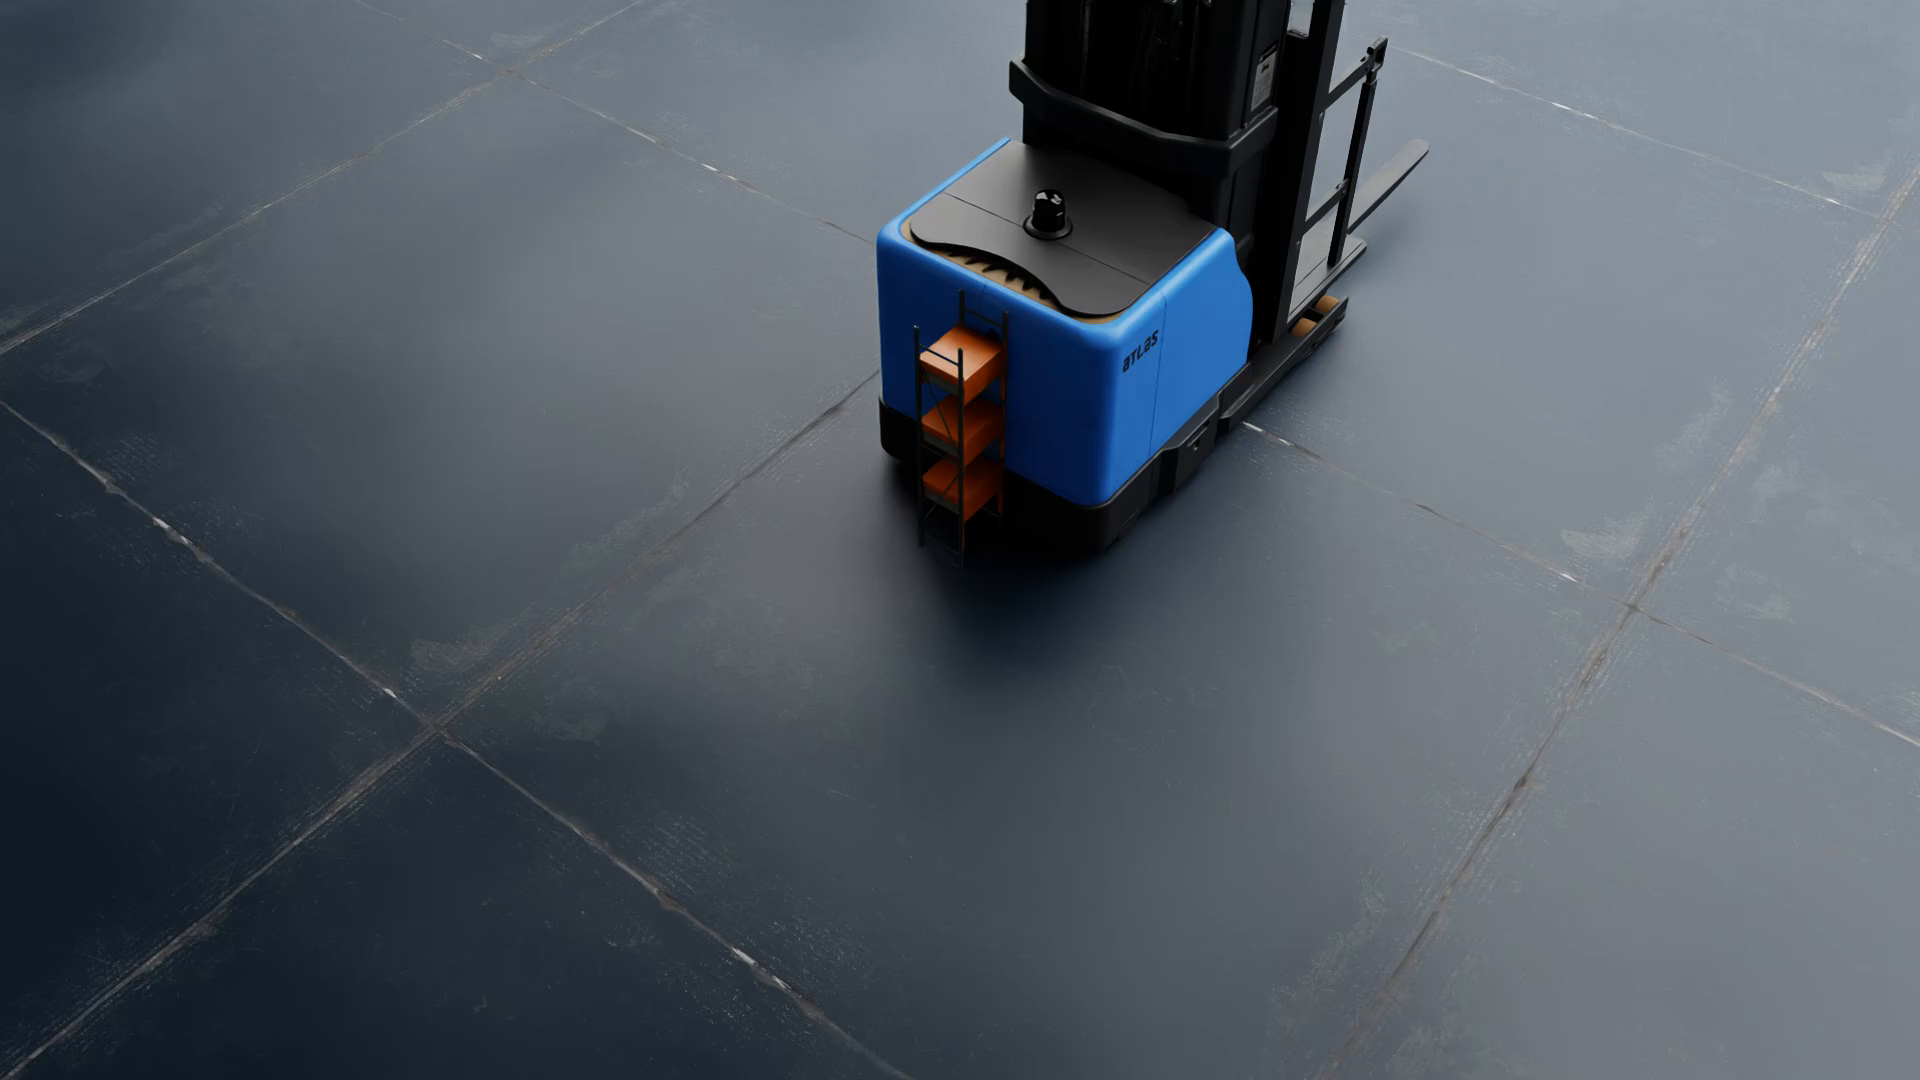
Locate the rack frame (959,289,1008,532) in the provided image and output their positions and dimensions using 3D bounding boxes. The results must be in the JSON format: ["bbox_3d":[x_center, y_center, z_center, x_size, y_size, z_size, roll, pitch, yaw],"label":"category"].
[{"bbox_3d":[0.079,-0.437,5.941,0.200,1.050,0.008,29,53,25],"label":"rack frame"}]

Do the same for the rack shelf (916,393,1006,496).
[{"bbox_3d":[0.004,-0.360,5.882,0.215,0.259,0.240,29,53,25],"label":"rack shelf"}]

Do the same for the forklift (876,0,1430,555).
[{"bbox_3d":[0.987,-1.974,6.108,1.130,2.935,3.031,29,53,25],"label":"forklift"}]

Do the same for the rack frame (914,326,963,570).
[{"bbox_3d":[-0.070,-0.297,5.808,0.200,1.050,0.008,29,53,25],"label":"rack frame"}]

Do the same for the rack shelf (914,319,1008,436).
[{"bbox_3d":[0.004,-0.556,5.677,0.215,0.259,0.240,29,53,25],"label":"rack shelf"}]

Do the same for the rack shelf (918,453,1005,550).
[{"bbox_3d":[0.004,-0.168,6.083,0.215,0.259,0.240,29,53,25],"label":"rack shelf"}]

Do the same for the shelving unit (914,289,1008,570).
[{"bbox_3d":[0.004,-0.367,5.874,0.215,1.050,0.252,29,53,25],"label":"shelving unit"}]
